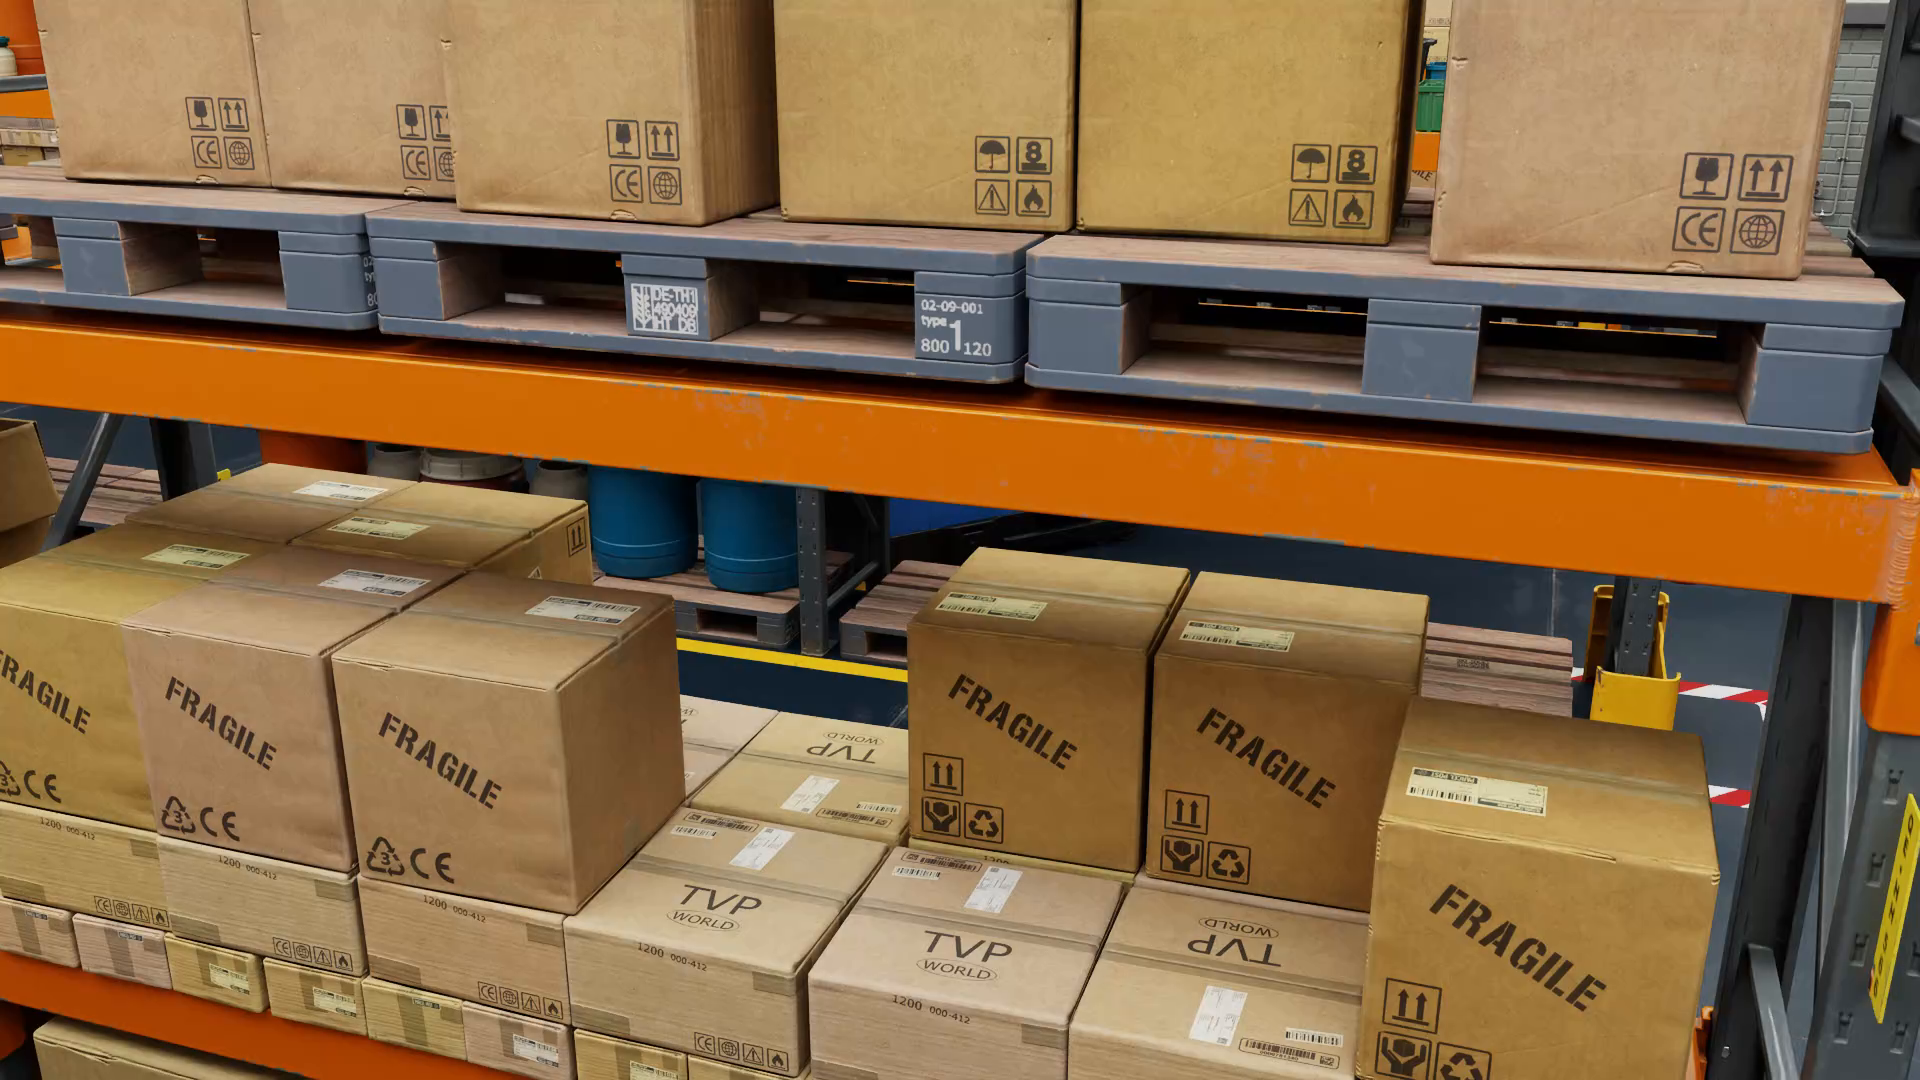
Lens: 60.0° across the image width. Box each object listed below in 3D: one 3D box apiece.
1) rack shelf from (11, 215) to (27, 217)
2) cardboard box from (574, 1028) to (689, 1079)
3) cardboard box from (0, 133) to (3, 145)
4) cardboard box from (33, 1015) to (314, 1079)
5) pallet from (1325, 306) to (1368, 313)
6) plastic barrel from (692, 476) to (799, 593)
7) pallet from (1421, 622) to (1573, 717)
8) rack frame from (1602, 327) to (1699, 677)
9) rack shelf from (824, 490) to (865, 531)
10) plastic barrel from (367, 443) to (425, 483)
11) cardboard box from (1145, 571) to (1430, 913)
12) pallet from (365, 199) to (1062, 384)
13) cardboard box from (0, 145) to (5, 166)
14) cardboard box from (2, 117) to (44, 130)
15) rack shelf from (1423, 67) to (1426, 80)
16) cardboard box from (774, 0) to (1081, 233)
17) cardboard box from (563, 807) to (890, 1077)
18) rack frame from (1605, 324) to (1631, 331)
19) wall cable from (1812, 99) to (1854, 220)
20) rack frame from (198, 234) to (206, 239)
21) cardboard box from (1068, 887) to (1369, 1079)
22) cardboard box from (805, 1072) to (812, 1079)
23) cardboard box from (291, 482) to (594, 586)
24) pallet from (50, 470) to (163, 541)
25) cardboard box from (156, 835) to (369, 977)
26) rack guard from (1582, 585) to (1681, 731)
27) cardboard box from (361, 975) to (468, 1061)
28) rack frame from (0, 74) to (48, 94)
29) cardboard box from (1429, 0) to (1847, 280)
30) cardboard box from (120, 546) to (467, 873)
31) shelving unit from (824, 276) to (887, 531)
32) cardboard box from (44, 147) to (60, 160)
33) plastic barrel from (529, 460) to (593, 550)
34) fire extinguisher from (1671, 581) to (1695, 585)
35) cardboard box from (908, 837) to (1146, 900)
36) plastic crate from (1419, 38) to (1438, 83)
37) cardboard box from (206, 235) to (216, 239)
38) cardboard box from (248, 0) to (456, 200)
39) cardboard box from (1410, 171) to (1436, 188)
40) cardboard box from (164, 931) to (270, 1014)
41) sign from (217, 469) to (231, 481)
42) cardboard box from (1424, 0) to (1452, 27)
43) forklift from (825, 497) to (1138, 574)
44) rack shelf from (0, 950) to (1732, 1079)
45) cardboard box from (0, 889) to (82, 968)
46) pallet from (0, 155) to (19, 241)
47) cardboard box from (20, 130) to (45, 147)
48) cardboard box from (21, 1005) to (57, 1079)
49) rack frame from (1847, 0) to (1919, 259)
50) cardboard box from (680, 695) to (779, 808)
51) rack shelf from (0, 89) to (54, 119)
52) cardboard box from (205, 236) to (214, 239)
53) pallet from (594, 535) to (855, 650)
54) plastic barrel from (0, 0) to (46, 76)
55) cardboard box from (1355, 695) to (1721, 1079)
[{"bbox_3d":[-8.439,-3.232,16.385,4.000,0.370,1.077,7,20,18],"label":"rack shelf"},{"bbox_3d":[-0.604,1.010,3.504,0.250,0.149,0.380,6,20,16],"label":"cardboard box"},{"bbox_3d":[-9.305,-3.949,16.211,0.250,0.149,0.380,6,20,17],"label":"cardboard box"},{"bbox_3d":[-1.650,1.489,4.337,0.875,0.875,0.875,7,20,18],"label":"cardboard box"},{"bbox_3d":[4.478,-2.478,17.364,1.213,0.211,1.003,7,20,18],"label":"pallet"},{"bbox_3d":[-1.130,-0.224,9.211,0.708,0.901,0.600,7,20,18],"label":"plastic barrel"},{"bbox_3d":[2.390,0.696,8.260,1.213,0.211,1.003,7,20,18],"label":"pallet"},{"bbox_3d":[3.157,-0.520,7.511,0.127,3.000,1.000,7,20,18],"label":"rack frame"},{"bbox_3d":[-0.706,-0.132,9.861,0.480,0.518,0.431,4,20,11],"label":"rack shelf"},{"bbox_3d":[-3.370,-0.327,10.099,0.421,0.512,0.421,0,19,0],"label":"plastic barrel"},{"bbox_3d":[0.694,0.406,3.490,0.500,0.500,0.500,6,20,17],"label":"cardboard box"},{"bbox_3d":[-0.329,-0.563,3.211,1.213,0.211,1.003,7,20,18],"label":"pallet"},{"bbox_3d":[-9.394,-3.726,16.555,0.500,0.500,0.700,7,20,19],"label":"cardboard box"},{"bbox_3d":[-8.867,-4.278,16.170,0.500,0.500,0.700,7,20,18],"label":"cardboard box"},{"bbox_3d":[2.896,-3.353,12.173,4.000,0.370,1.077,7,20,18],"label":"rack shelf"},{"bbox_3d":[0.026,-0.868,3.009,0.500,0.500,0.700,5,20,14],"label":"cardboard box"},{"bbox_3d":[-0.467,0.816,3.455,0.500,0.250,0.500,7,20,18],"label":"cardboard box"},{"bbox_3d":[4.786,-2.060,11.928,0.127,3.000,1.000,7,20,18],"label":"rack frame"},{"bbox_3d":[7.928,-4.236,16.628,1.851,1.984,0.084,7,20,18],"label":"wall cable"},{"bbox_3d":[-4.400,-1.384,9.990,0.127,3.000,1.000,7,20,18],"label":"rack frame"},{"bbox_3d":[0.507,0.925,3.140,0.500,0.250,0.500,6,20,17],"label":"cardboard box"},{"bbox_3d":[-0.124,1.065,3.346,0.250,0.149,0.380,7,20,18],"label":"cardboard box"},{"bbox_3d":[-1.253,0.186,4.122,0.500,0.500,0.500,7,20,19],"label":"cardboard box"},{"bbox_3d":[-5.119,-0.163,10.724,1.213,0.211,1.003,7,20,18],"label":"pallet"},{"bbox_3d":[-1.421,0.706,3.770,0.500,0.250,0.500,6,20,18],"label":"cardboard box"},{"bbox_3d":[3.183,0.659,7.927,0.348,0.500,1.175,7,20,18],"label":"rack guard"},{"bbox_3d":[-1.089,0.954,3.664,0.250,0.149,0.380,6,20,17],"label":"cardboard box"},{"bbox_3d":[-2.247,-2.245,3.345,0.127,3.000,1.000,7,20,18],"label":"rack frame"},{"bbox_3d":[1.022,-0.729,2.611,0.500,0.500,0.700,5,20,15],"label":"cardboard box"},{"bbox_3d":[-1.416,0.351,3.649,0.500,0.500,0.500,7,20,18],"label":"cardboard box"},{"bbox_3d":[-0.704,-0.805,9.626,0.503,2.100,0.431,4,20,11],"label":"shelving unit"},{"bbox_3d":[-8.428,-3.614,16.236,0.500,0.500,0.700,7,20,20],"label":"cardboard box"},{"bbox_3d":[-2.303,-0.205,9.749,0.421,0.512,0.421,0,19,0],"label":"plastic barrel"},{"bbox_3d":[3.150,-0.150,7.133,0.183,0.674,0.296,7,20,18],"label":"fire extinguisher"},{"bbox_3d":[0.200,0.705,3.772,0.500,0.250,0.500,6,20,16],"label":"cardboard box"},{"bbox_3d":[1.804,-2.158,7.746,0.767,0.338,0.504,7,20,18],"label":"plastic crate"},{"bbox_3d":[-7.360,-2.809,16.478,0.500,0.500,0.500,7,20,18],"label":"cardboard box"},{"bbox_3d":[-0.982,-0.996,3.377,0.500,0.500,0.700,8,21,21],"label":"cardboard box"},{"bbox_3d":[3.306,-2.651,11.952,0.500,0.500,0.500,7,20,20],"label":"cardboard box"},{"bbox_3d":[-1.580,0.899,3.823,0.250,0.149,0.380,7,20,20],"label":"cardboard box"},{"bbox_3d":[-2.067,-0.031,4.672,0.005,0.325,0.100,7,20,18],"label":"sign"},{"bbox_3d":[3.273,-3.727,11.622,0.500,0.250,0.500,7,20,18],"label":"cardboard box"},{"bbox_3d":[0.539,-1.491,10.400,3.031,2.935,1.130,-11,22,-29],"label":"forklift"},{"bbox_3d":[-0.358,1.144,3.831,4.000,0.370,1.077,7,20,18],"label":"rack shelf"},{"bbox_3d":[-2.077,0.842,3.985,0.250,0.149,0.380,7,20,18],"label":"cardboard box"},{"bbox_3d":[-3.130,-0.822,4.110,1.217,0.209,0.805,6,20,16],"label":"pallet"},{"bbox_3d":[-8.811,-3.894,16.052,0.250,0.149,0.380,6,20,17],"label":"cardboard box"},{"bbox_3d":[-2.858,1.330,4.794,0.875,0.875,1.225,7,20,18],"label":"cardboard box"},{"bbox_3d":[1.531,-1.813,2.106,0.127,3.000,1.000,7,20,18],"label":"rack frame"},{"bbox_3d":[-0.772,0.595,4.089,0.500,0.250,0.500,7,20,19],"label":"cardboard box"},{"bbox_3d":[-6.290,-2.677,10.234,4.000,0.370,1.077,7,20,18],"label":"rack shelf"},{"bbox_3d":[-7.528,-2.650,16.021,0.500,0.500,0.500,7,20,18],"label":"cardboard box"},{"bbox_3d":[-1.337,0.268,9.486,1.213,0.211,1.003,7,20,18],"label":"pallet"},{"bbox_3d":[-5.723,-3.230,10.076,0.708,0.830,0.600,7,20,18],"label":"plastic barrel"},{"bbox_3d":[0.985,0.625,2.862,0.500,0.500,0.500,7,20,19],"label":"cardboard box"}]
